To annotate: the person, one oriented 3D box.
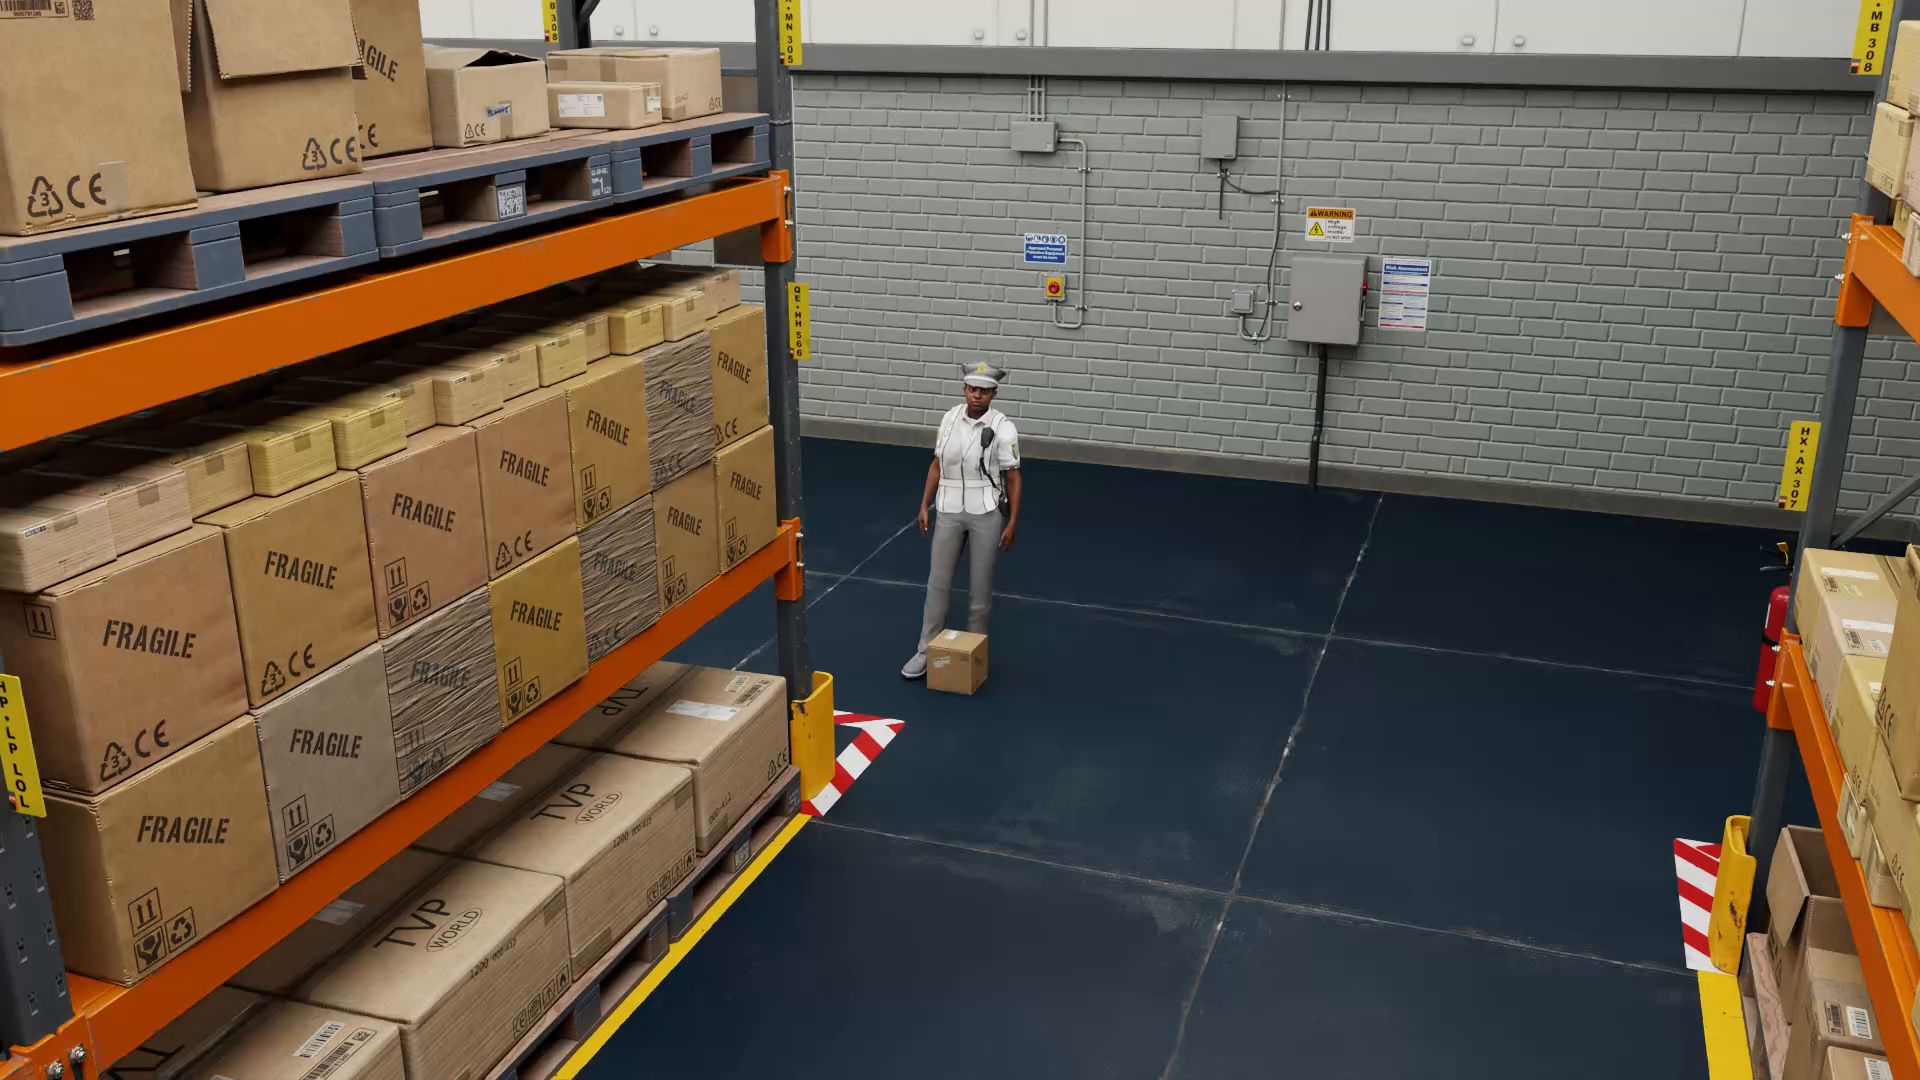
[{"bbox_3d":[0.020,-0.109,8.802,0.569,1.694,0.529,6,20,18],"label":"person"}]
